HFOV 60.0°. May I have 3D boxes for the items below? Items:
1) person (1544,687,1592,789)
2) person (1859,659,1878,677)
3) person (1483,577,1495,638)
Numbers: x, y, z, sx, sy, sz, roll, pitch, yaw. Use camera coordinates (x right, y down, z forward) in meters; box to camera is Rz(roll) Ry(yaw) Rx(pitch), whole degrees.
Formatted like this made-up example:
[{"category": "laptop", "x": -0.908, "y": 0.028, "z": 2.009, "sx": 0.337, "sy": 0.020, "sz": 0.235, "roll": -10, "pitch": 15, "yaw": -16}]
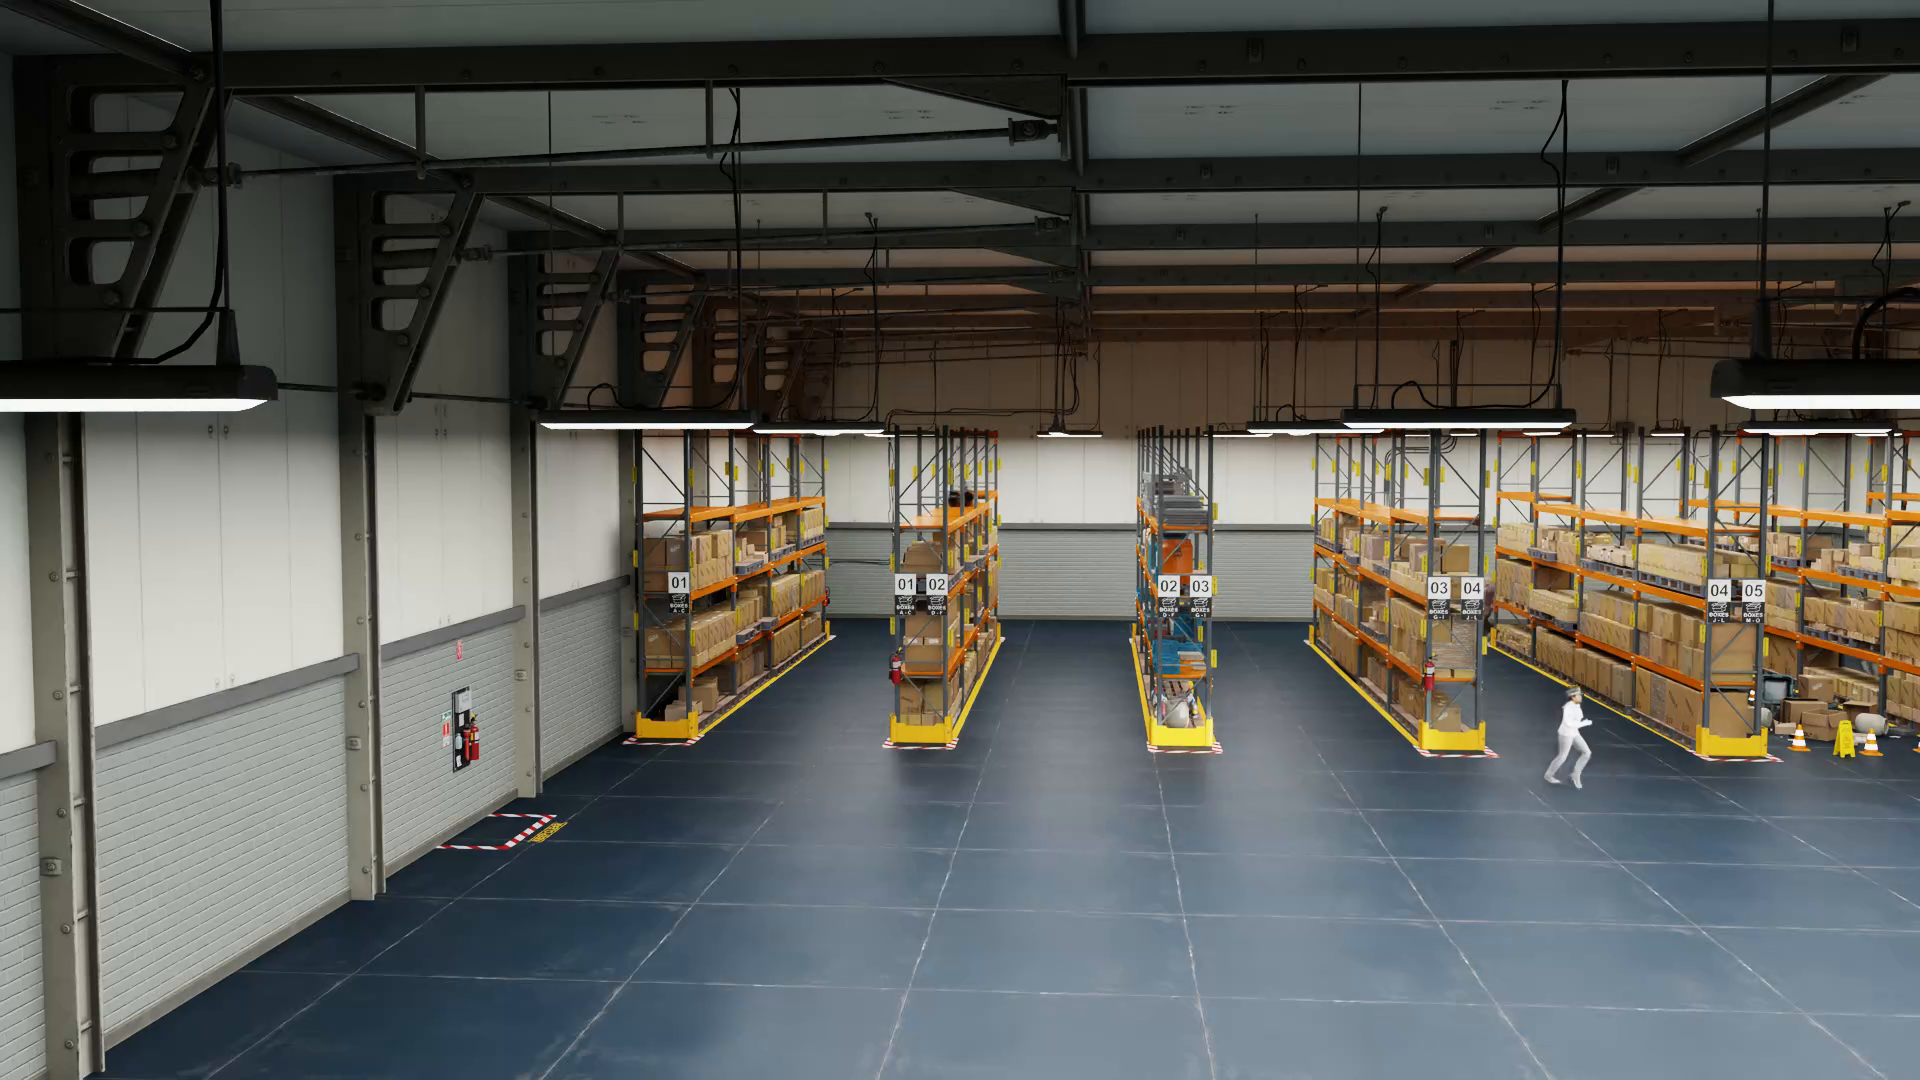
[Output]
[{"category": "person", "x": 10.013, "y": 3.236, "z": 27.348, "sx": 0.801, "sy": 1.694, "sz": 0.640, "roll": 3, "pitch": 5, "yaw": 43}, {"category": "person", "x": 21.429, "y": 2.535, "z": 39.199, "sx": 0.596, "sy": 1.690, "sz": 0.644, "roll": 0, "pitch": 3, "yaw": 6}, {"category": "person", "x": 14.974, "y": 1.965, "z": 47.352, "sx": 0.943, "sy": 1.808, "sz": 0.701, "roll": -2, "pitch": 4, "yaw": -32}]
